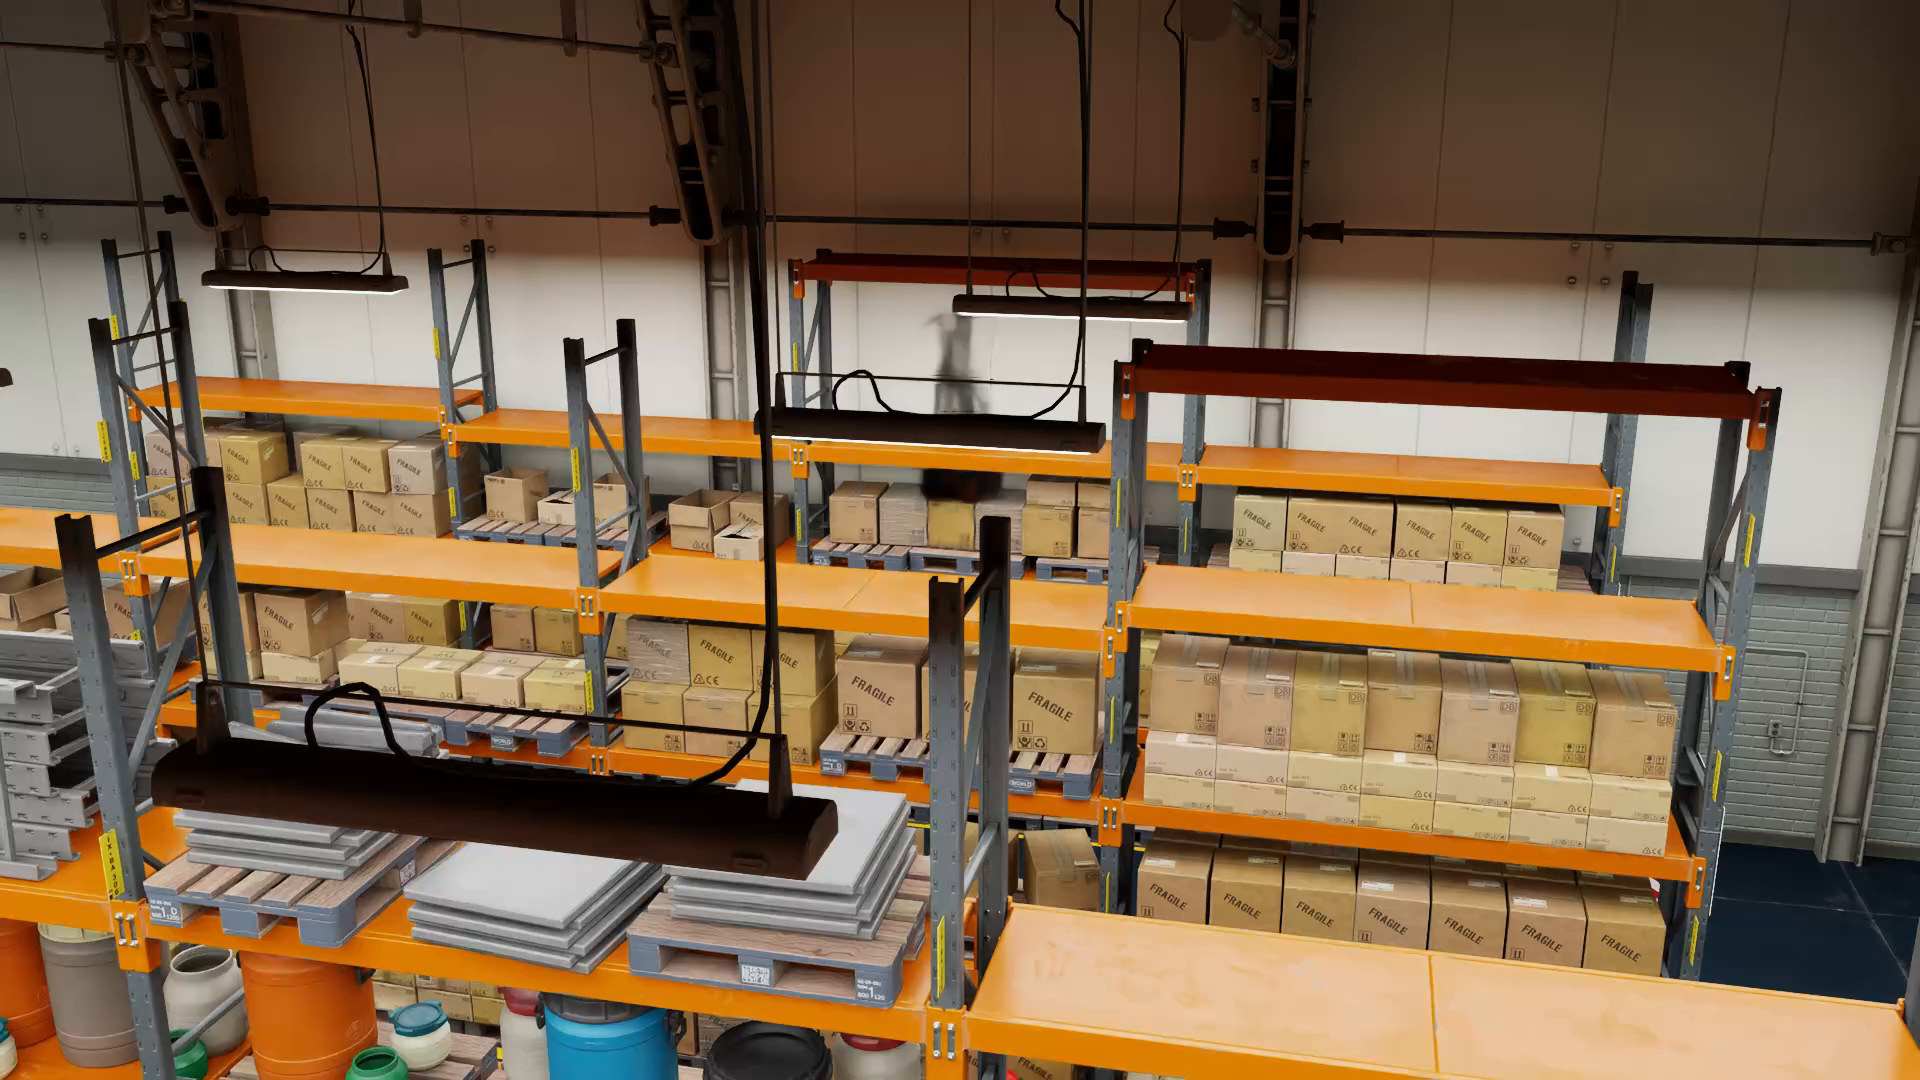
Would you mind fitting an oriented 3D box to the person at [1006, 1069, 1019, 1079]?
[{"bbox_3d":[0.448,4.235,10.875,0.854,1.760,0.673,3,17,11],"label":"person"}]
